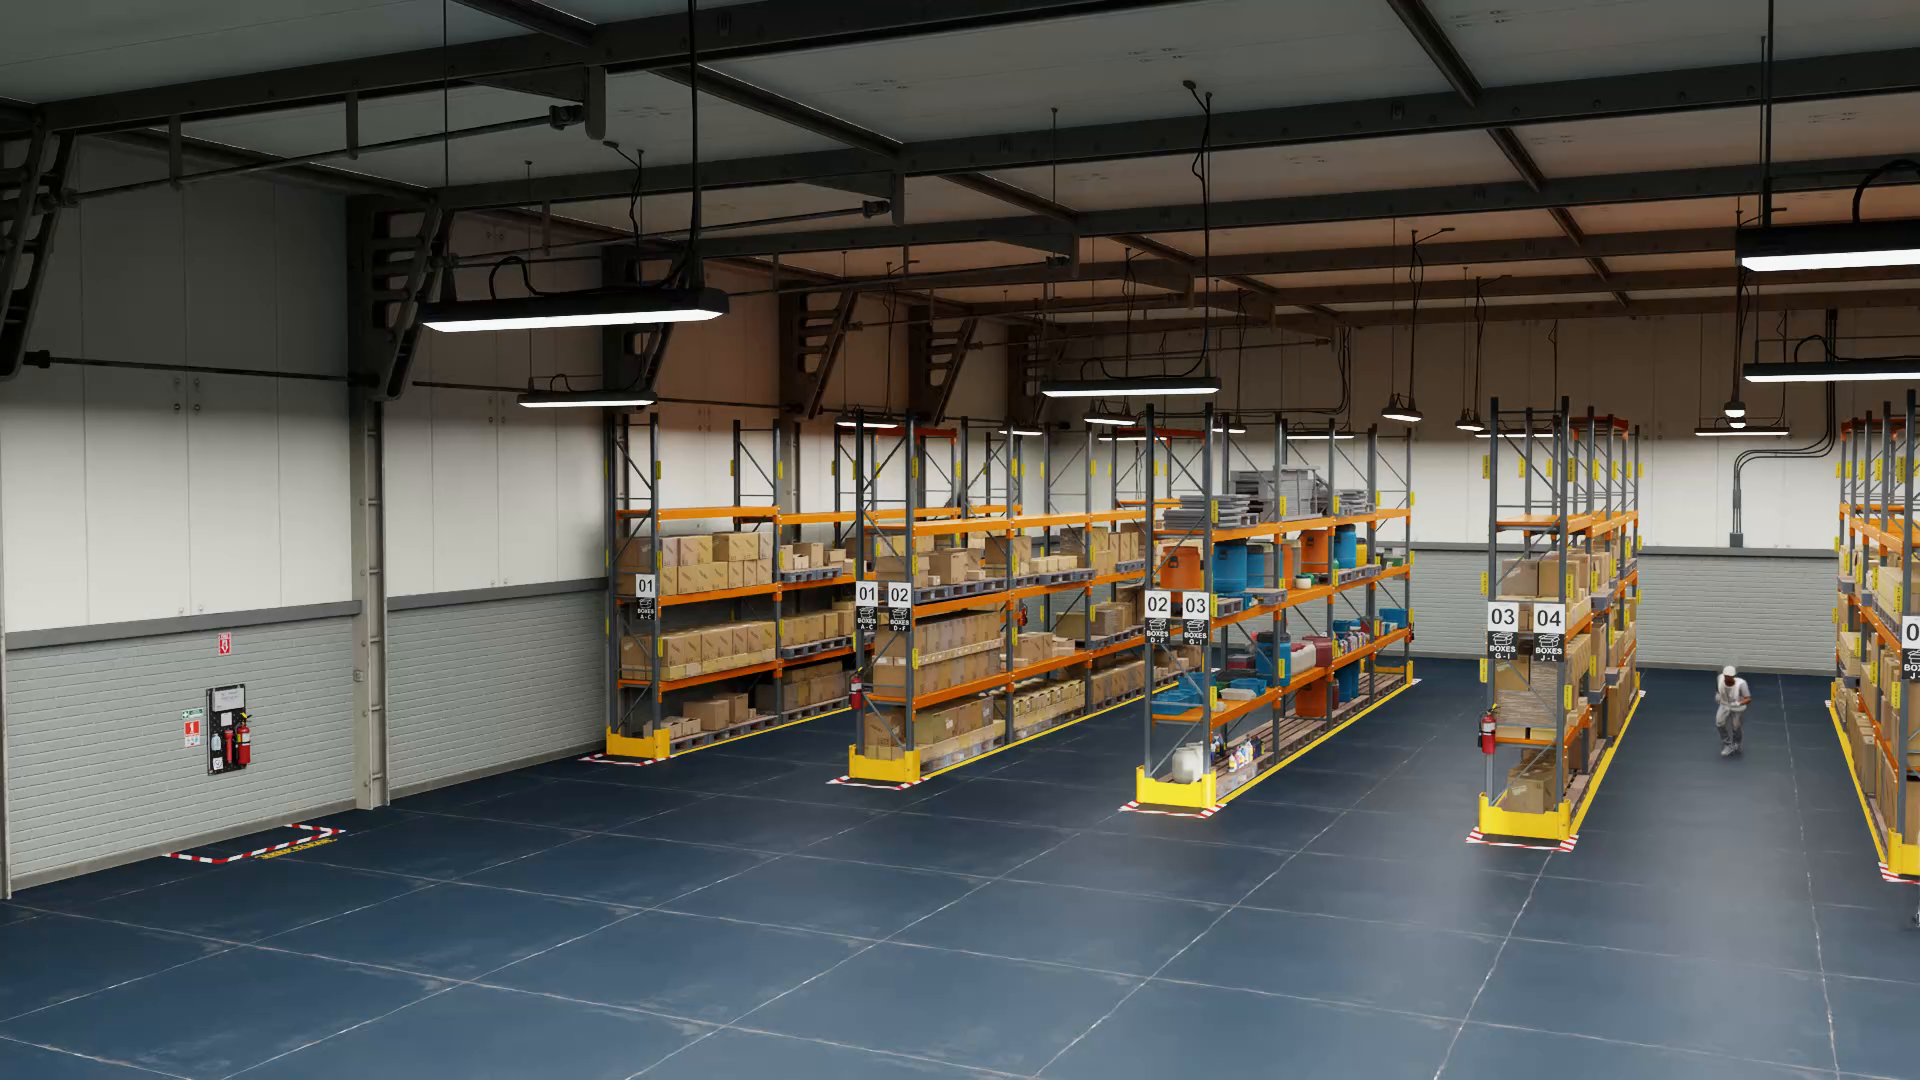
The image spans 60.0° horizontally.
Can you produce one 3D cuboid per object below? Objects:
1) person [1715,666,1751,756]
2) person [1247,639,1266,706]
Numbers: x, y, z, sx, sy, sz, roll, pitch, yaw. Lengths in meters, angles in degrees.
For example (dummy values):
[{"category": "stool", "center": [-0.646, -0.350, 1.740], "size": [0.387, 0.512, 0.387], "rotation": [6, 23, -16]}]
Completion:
[{"category": "person", "center": [13.571, 2.959, 29.178], "size": [0.675, 1.583, 1.120], "rotation": [2, 3, 39]}, {"category": "person", "center": [6.436, 2.747, 35.276], "size": [0.657, 1.557, 1.020], "rotation": [2, 3, 42]}]
